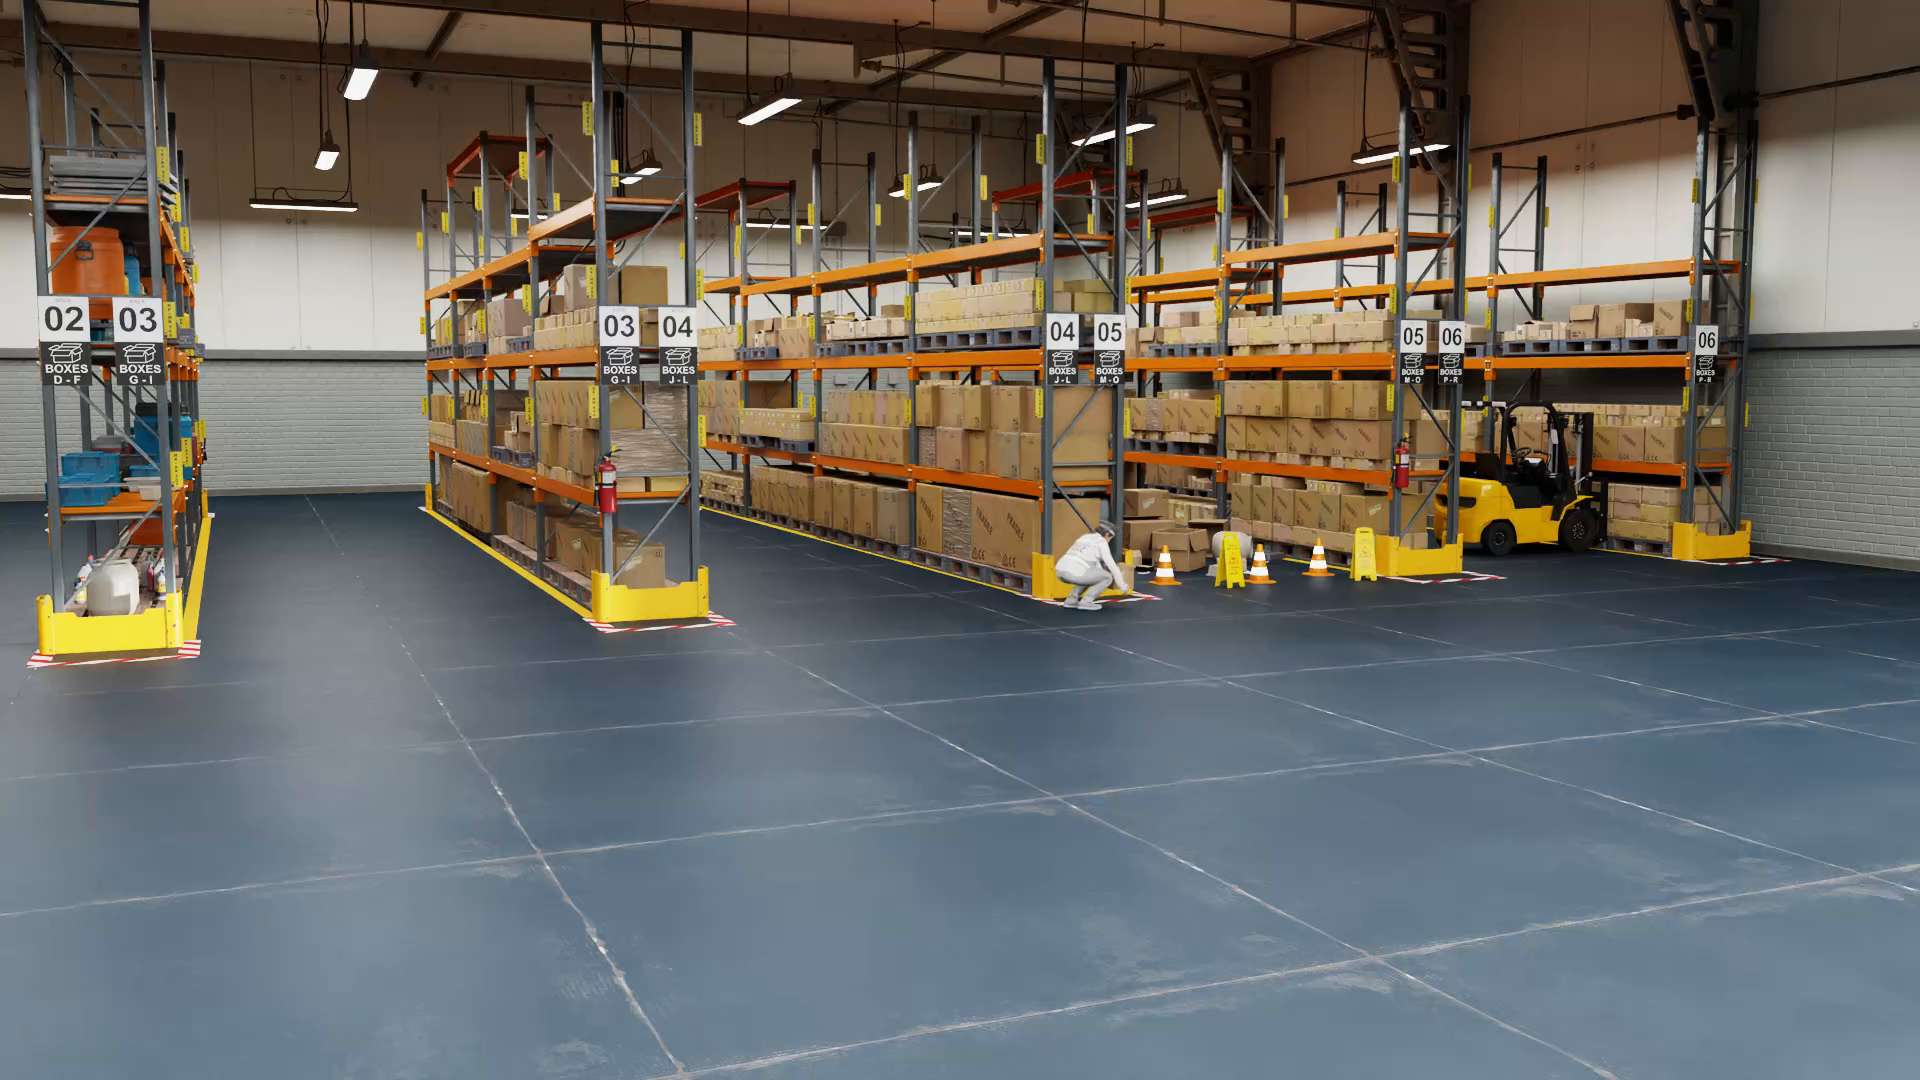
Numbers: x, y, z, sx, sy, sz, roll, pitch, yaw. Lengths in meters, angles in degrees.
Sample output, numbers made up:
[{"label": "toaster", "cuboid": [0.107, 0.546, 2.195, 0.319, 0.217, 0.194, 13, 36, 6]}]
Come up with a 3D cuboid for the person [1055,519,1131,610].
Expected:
[{"label": "person", "cuboid": [1.435, 0.268, 17.961, 0.844, 0.964, 0.494, -3, 6, -28]}]
